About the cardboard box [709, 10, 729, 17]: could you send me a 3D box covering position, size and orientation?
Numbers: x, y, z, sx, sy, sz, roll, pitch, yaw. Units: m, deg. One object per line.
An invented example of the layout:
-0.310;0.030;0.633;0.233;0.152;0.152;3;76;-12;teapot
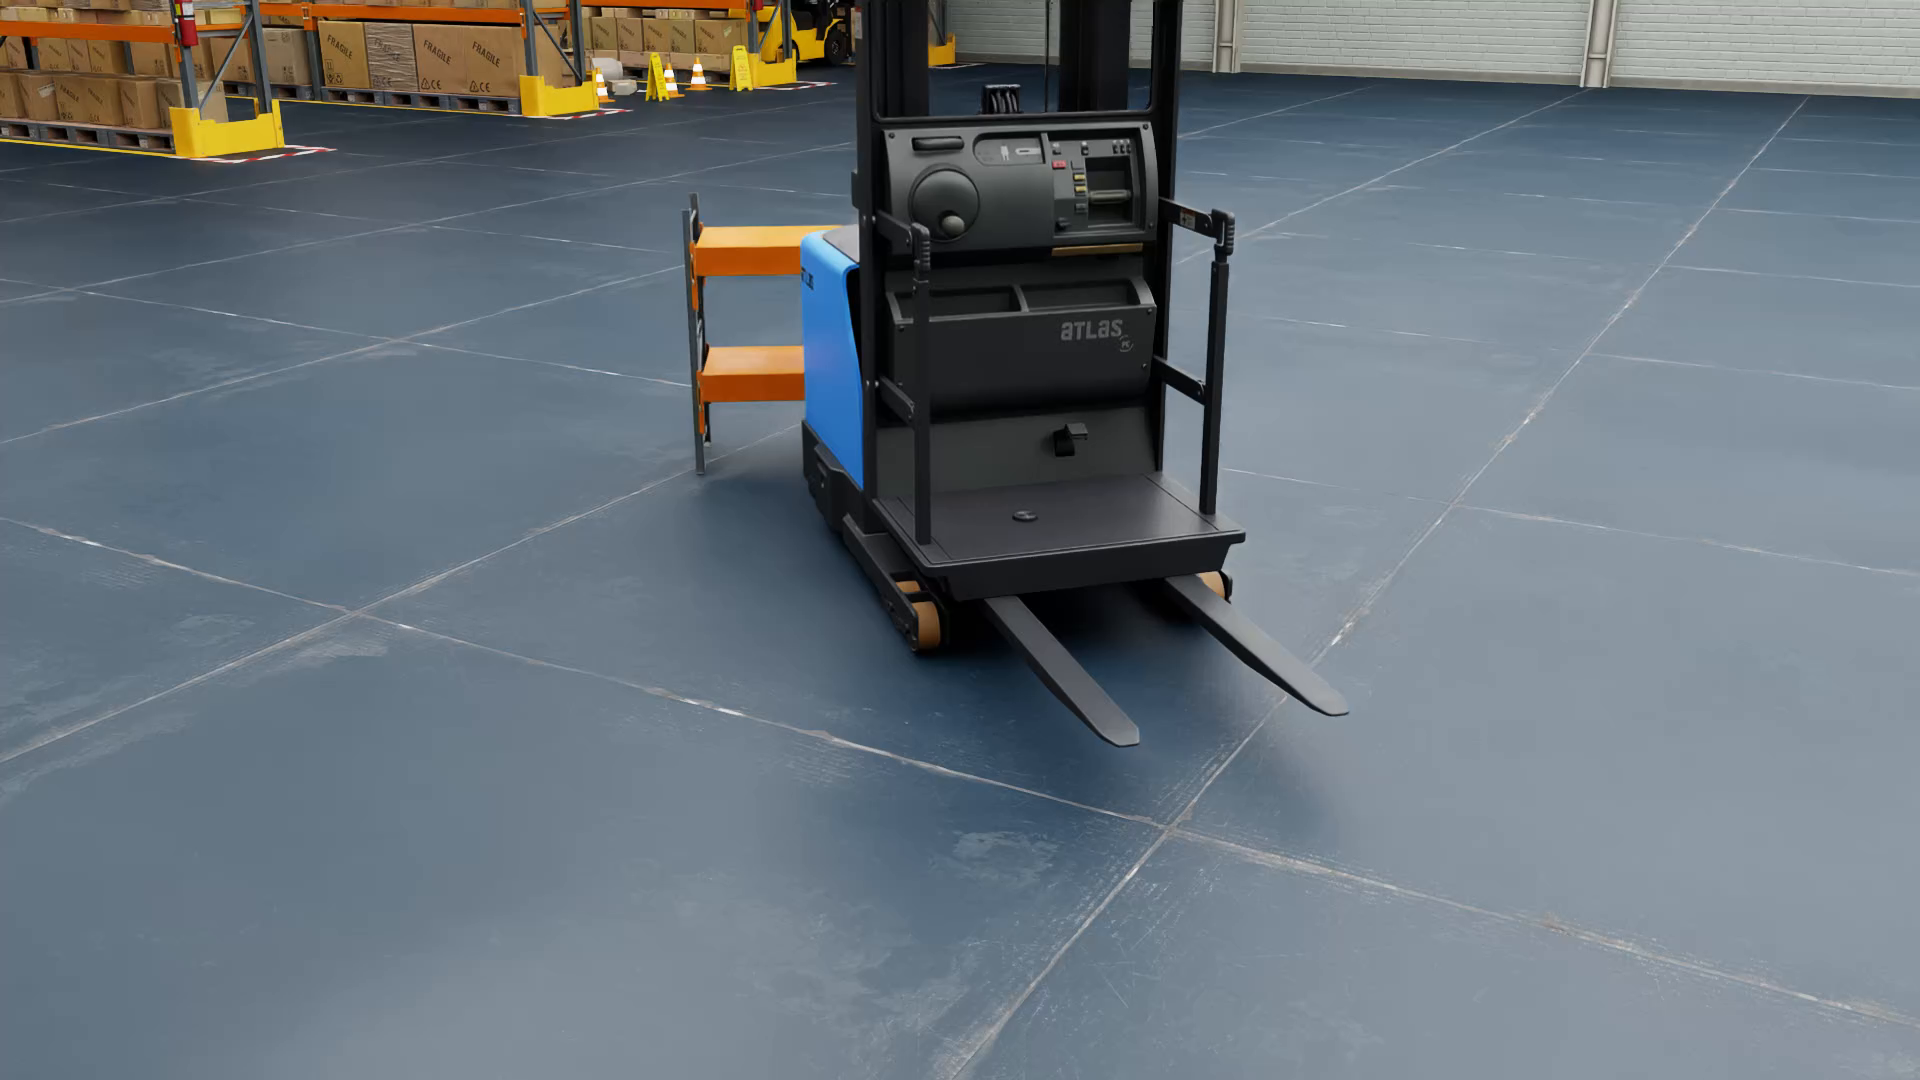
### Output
-4.477;-9.842;31.964;0.625;0.625;0.875;12;23;30;cardboard box

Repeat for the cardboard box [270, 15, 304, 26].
-12.045;-9.501;30.658;0.875;0.875;0.875;12;23;29;cardboard box

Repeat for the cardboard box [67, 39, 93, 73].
-13.405;-7.515;25.733;0.500;0.500;0.500;12;23;29;cardboard box

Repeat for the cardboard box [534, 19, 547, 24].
-8.414;-10.457;33.845;0.500;0.500;0.500;10;22;26;cardboard box

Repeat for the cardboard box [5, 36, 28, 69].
-14.765;-7.772;26.441;0.500;0.500;0.500;12;23;30;cardboard box

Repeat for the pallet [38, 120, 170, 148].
-9.594;-4.634;18.831;1.213;0.211;1.003;11;23;27;pallet

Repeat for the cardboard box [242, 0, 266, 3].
-9.786;-7.847;23.451;0.500;0.500;0.500;11;22;27;cardboard box

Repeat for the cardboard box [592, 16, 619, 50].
-5.577;-8.192;26.867;0.500;0.500;0.500;12;23;29;cardboard box

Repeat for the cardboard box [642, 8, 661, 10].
-6.396;-10.209;32.978;0.625;0.625;0.875;12;23;29;cardboard box

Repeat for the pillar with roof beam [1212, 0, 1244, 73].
2.446;-10.937;23.319;0.400;9.000;9.100;11;23;27;pillar with roof beam

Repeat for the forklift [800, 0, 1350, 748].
0.275;-1.167;5.285;1.130;2.935;3.031;-6;21;-16;forklift

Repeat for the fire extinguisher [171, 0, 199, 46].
-7.899;-5.391;16.941;0.183;0.674;0.296;11;23;27;fire extinguisher

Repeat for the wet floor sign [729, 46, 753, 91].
-3.297;-7.077;24.928;0.267;0.644;0.232;-16;26;-38;wet floor sign

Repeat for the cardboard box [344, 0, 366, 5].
-7.940;-7.636;22.798;0.550;0.550;0.875;11;23;27;cardboard box

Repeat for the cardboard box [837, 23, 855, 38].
-1.995;-9.306;30.304;0.500;0.250;0.500;10;22;26;cardboard box

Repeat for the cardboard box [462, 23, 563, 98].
-5.892;-6.335;21.930;0.875;0.875;0.875;11;23;28;cardboard box

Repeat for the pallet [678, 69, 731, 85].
-3.700;-7.381;26.403;1.213;0.211;1.003;11;23;27;pallet

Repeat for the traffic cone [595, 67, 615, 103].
-5.038;-6.362;23.224;0.334;0.463;0.336;11;23;27;traffic cone

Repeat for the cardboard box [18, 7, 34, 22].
-10.122;-5.805;18.337;0.250;0.149;0.380;11;23;27;cardboard box

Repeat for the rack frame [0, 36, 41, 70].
-11.267;-6.249;19.192;0.127;3.000;1.000;11;23;27;rack frame

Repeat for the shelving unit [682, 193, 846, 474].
-0.629;-0.910;7.226;1.048;1.125;0.538;-2;20;-4;shelving unit

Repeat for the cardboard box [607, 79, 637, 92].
-5.070;-6.810;24.921;0.380;0.149;0.250;-11;23;-29;cardboard box

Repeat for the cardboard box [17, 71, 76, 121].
-10.433;-5.100;19.075;0.500;0.500;0.500;-17;26;-39;cardboard box

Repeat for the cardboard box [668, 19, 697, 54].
-4.225;-7.932;26.151;0.500;0.500;0.500;12;23;29;cardboard box

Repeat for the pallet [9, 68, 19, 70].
-15.063;-7.599;27.004;1.213;0.211;1.003;11;23;27;pallet

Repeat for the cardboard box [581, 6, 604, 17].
-5.970;-8.544;26.886;0.250;0.149;0.380;11;23;28;cardboard box

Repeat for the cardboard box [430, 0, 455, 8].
-6.532;-7.377;22.084;0.550;0.550;0.875;11;23;27;cardboard box

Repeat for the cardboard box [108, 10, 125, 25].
-8.796;-5.565;17.677;0.250;0.149;0.380;11;23;27;cardboard box

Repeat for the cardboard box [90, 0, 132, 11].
-8.736;-5.917;17.696;0.500;0.500;0.875;11;23;27;cardboard box

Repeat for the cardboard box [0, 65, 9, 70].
-11.792;-5.389;19.843;0.500;0.500;0.700;9;22;23;cardboard box

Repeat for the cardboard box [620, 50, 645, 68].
-5.114;-7.752;26.754;0.500;0.250;0.500;10;22;27;cardboard box

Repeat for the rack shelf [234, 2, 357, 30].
-10.505;-7.703;24.256;4.000;0.370;1.077;11;23;27;rack shelf

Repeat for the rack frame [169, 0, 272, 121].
-7.774;-5.583;17.359;0.127;3.000;1.000;11;23;27;rack frame

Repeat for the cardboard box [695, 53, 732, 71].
-3.799;-7.497;26.050;0.500;0.250;0.500;11;23;27;cardboard box

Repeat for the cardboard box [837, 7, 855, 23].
-1.972;-9.535;30.201;0.500;0.250;0.500;11;23;28;cardboard box

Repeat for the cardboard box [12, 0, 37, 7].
-9.999;-6.195;18.463;0.500;0.500;0.875;11;23;27;cardboard box

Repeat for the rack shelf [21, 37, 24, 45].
-13.013;-6.243;20.232;4.000;0.370;1.077;11;23;27;rack shelf

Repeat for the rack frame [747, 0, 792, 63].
-2.941;-8.534;25.492;0.127;3.000;1.000;11;23;27;rack frame

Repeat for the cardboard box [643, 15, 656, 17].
-4.895;-8.269;27.079;0.500;0.500;0.500;12;23;30;cardboard box

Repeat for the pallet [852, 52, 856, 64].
-1.212;-8.816;30.359;1.213;0.211;1.003;11;23;27;pallet

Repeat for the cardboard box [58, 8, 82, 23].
-9.485;-5.669;17.964;0.250;0.149;0.380;11;23;27;cardboard box

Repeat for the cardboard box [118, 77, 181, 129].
-8.850;-4.804;18.259;0.500;0.500;0.500;18;27;41;cardboard box

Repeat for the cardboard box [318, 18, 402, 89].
-8.244;-6.782;23.162;0.875;0.875;0.875;11;23;28;cardboard box

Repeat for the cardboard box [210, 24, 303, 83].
-10.186;-7.086;24.185;0.750;0.750;1.050;11;23;27;cardboard box

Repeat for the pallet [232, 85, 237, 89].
-11.600;-6.909;25.103;1.213;0.211;1.003;11;23;27;pallet

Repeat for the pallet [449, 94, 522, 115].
-6.004;-5.842;22.161;1.213;0.211;1.003;11;23;27;pallet

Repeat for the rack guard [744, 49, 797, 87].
-3.008;-7.371;25.953;0.348;0.500;1.175;11;23;27;rack guard

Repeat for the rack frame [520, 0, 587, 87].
-5.267;-7.043;21.383;0.127;3.000;1.000;11;23;27;rack frame

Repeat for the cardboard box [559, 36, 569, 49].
-6.893;-8.247;27.940;0.625;0.372;0.950;11;23;28;cardboard box

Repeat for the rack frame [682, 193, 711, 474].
-1.136;-0.897;7.188;0.032;1.125;0.500;-2;20;-4;rack frame

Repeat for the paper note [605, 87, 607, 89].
-5.406;-6.883;25.312;0.148;0.019;0.142;-16;26;-38;paper note

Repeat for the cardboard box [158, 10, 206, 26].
-8.124;-5.451;17.363;0.250;0.149;0.380;11;23;27;cardboard box

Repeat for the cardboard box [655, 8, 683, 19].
-4.568;-8.280;26.157;0.250;0.149;0.380;12;23;30;cardboard box
